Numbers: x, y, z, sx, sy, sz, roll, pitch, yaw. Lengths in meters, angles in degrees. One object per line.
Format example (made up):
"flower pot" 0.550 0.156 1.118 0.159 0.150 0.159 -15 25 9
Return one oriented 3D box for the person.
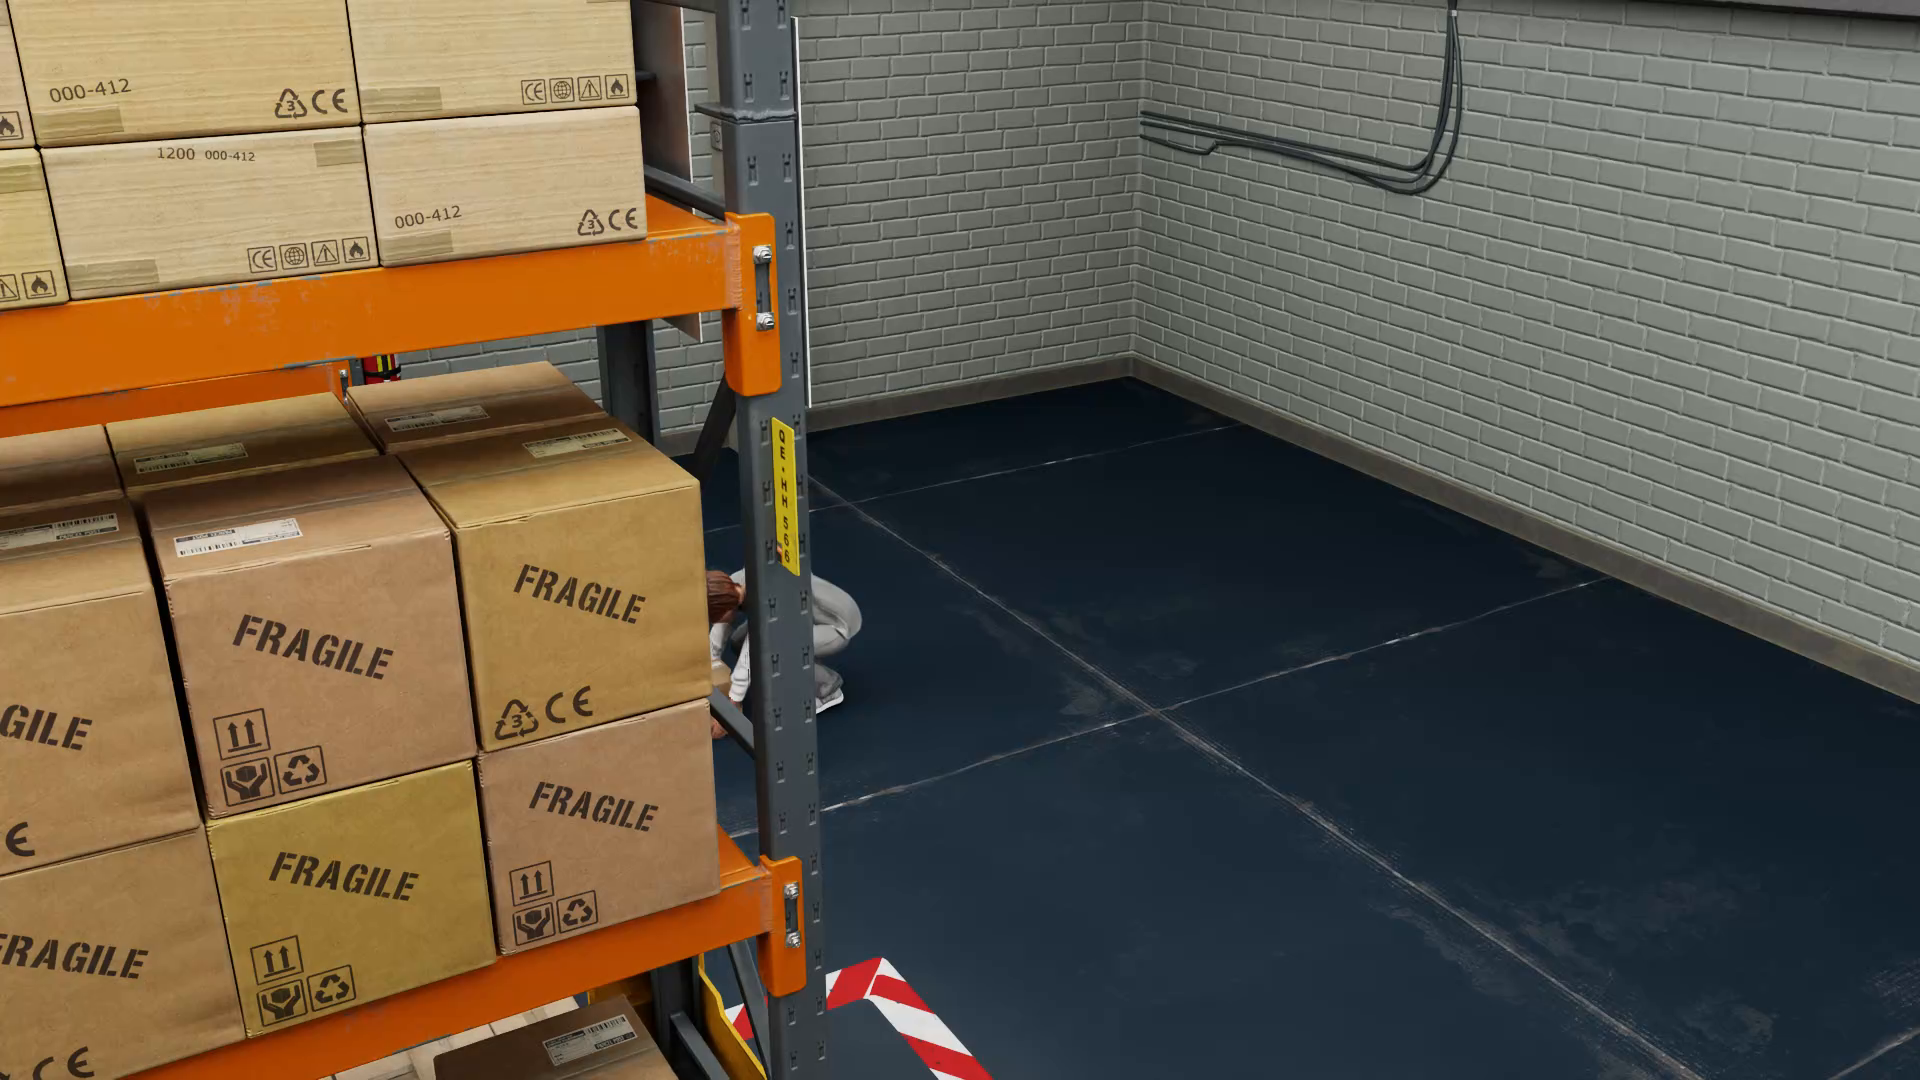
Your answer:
"person" -0.808 0.420 7.256 0.816 0.764 0.436 -13 25 -28
